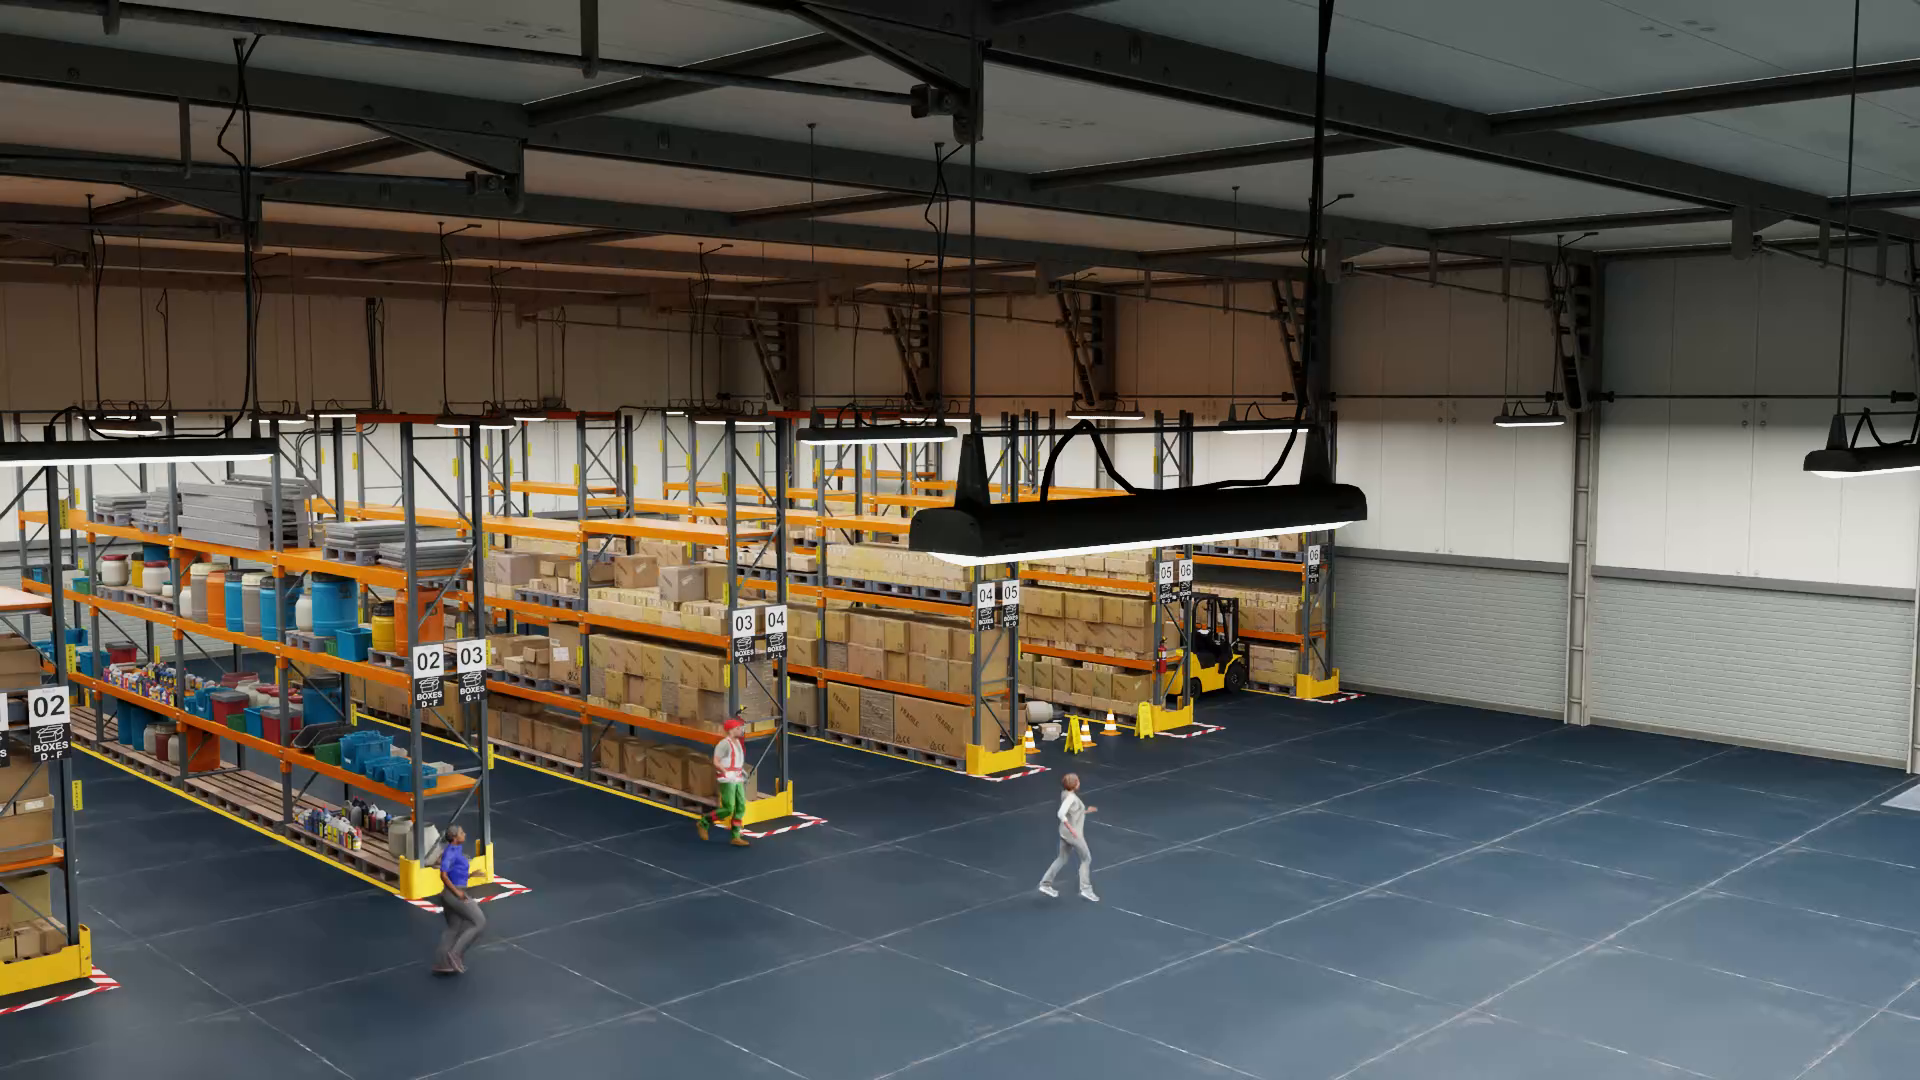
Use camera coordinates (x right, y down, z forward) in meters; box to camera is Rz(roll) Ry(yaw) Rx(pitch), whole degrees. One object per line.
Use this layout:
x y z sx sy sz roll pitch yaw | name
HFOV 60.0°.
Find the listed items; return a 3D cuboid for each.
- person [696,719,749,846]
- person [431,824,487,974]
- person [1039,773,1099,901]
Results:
-3.277 3.409 23.596 0.783 1.746 0.722 2 5 18 | person
-5.493 3.934 18.260 0.641 1.631 0.549 -3 6 -30 | person
1.366 3.717 20.755 0.759 1.632 0.516 -2 5 -17 | person
